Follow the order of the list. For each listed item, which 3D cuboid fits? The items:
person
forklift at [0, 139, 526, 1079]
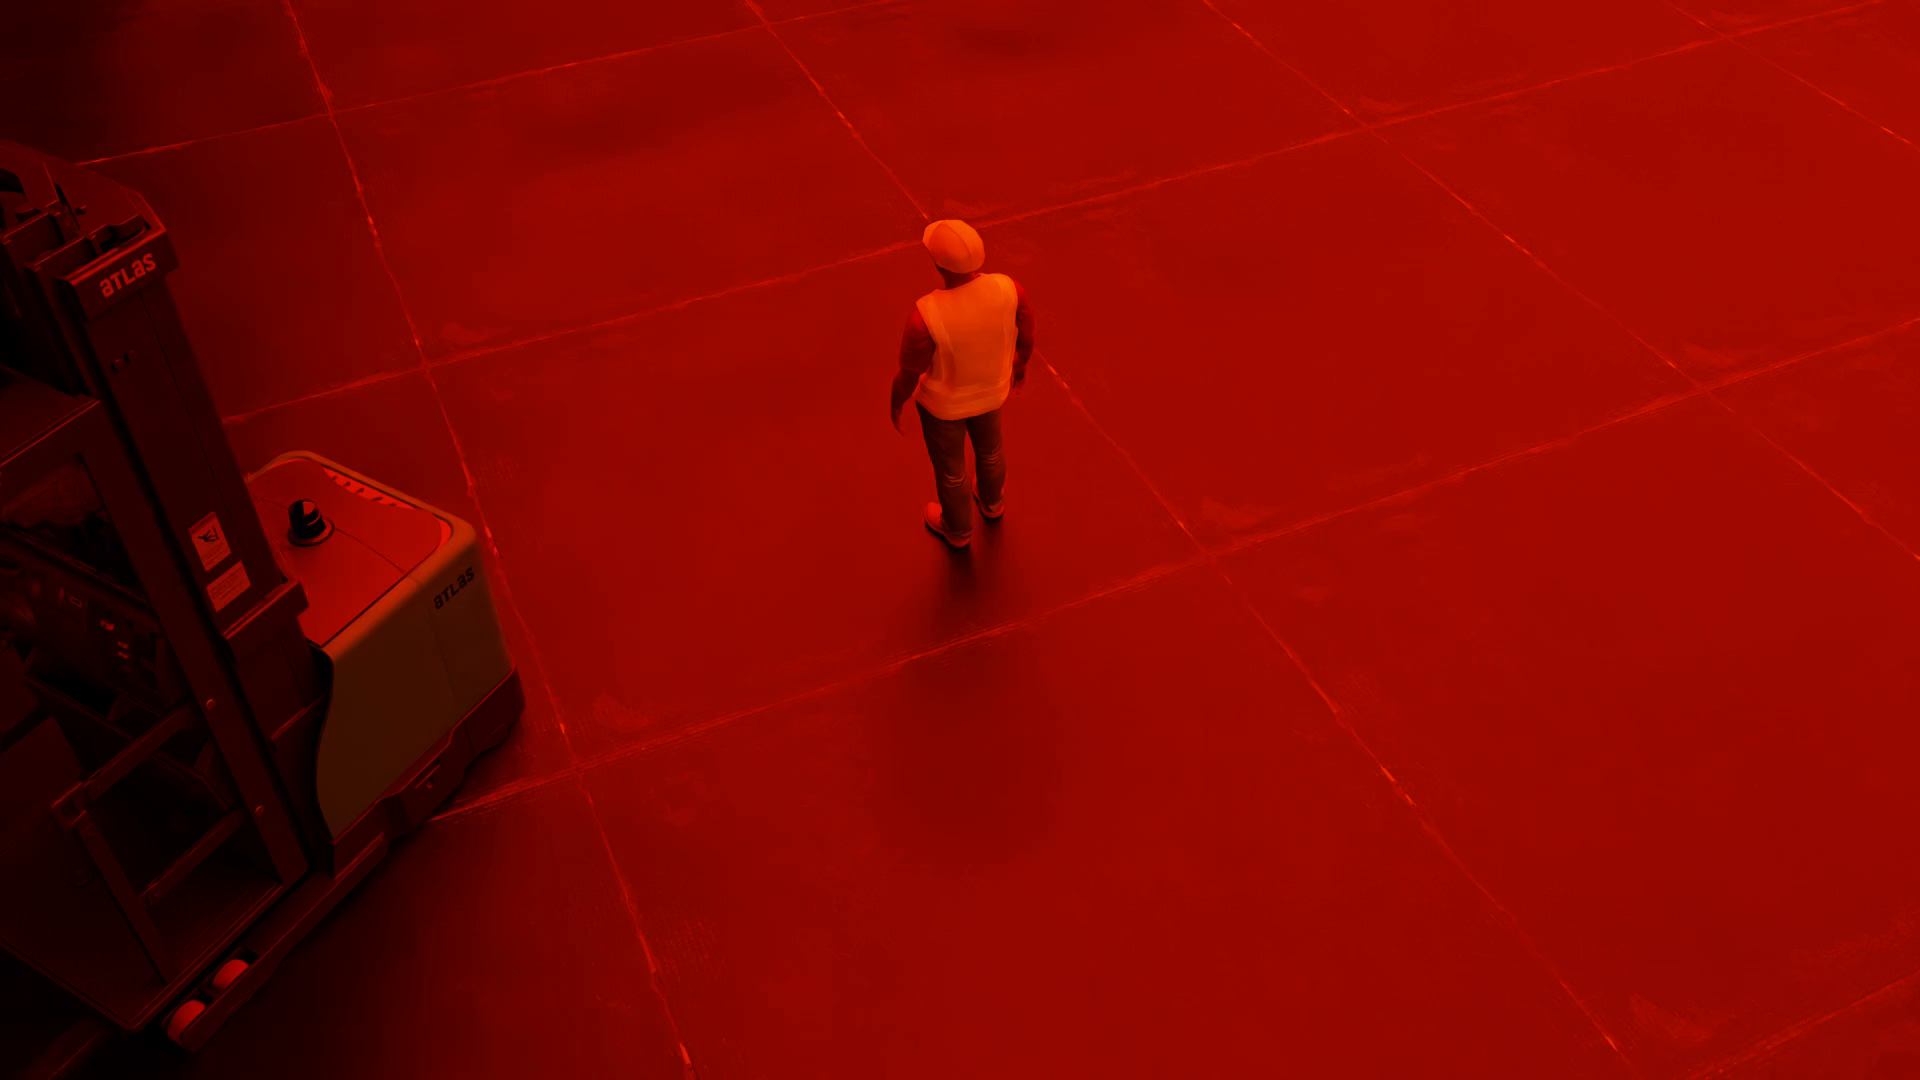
[{"bbox_3d":[-0.023,-0.696,7.269,0.665,1.765,0.577,-18,46,-18],"label":"person"},{"bbox_3d":[-2.998,0.363,5.291,1.130,2.935,3.031,22,47,22],"label":"forklift"}]
